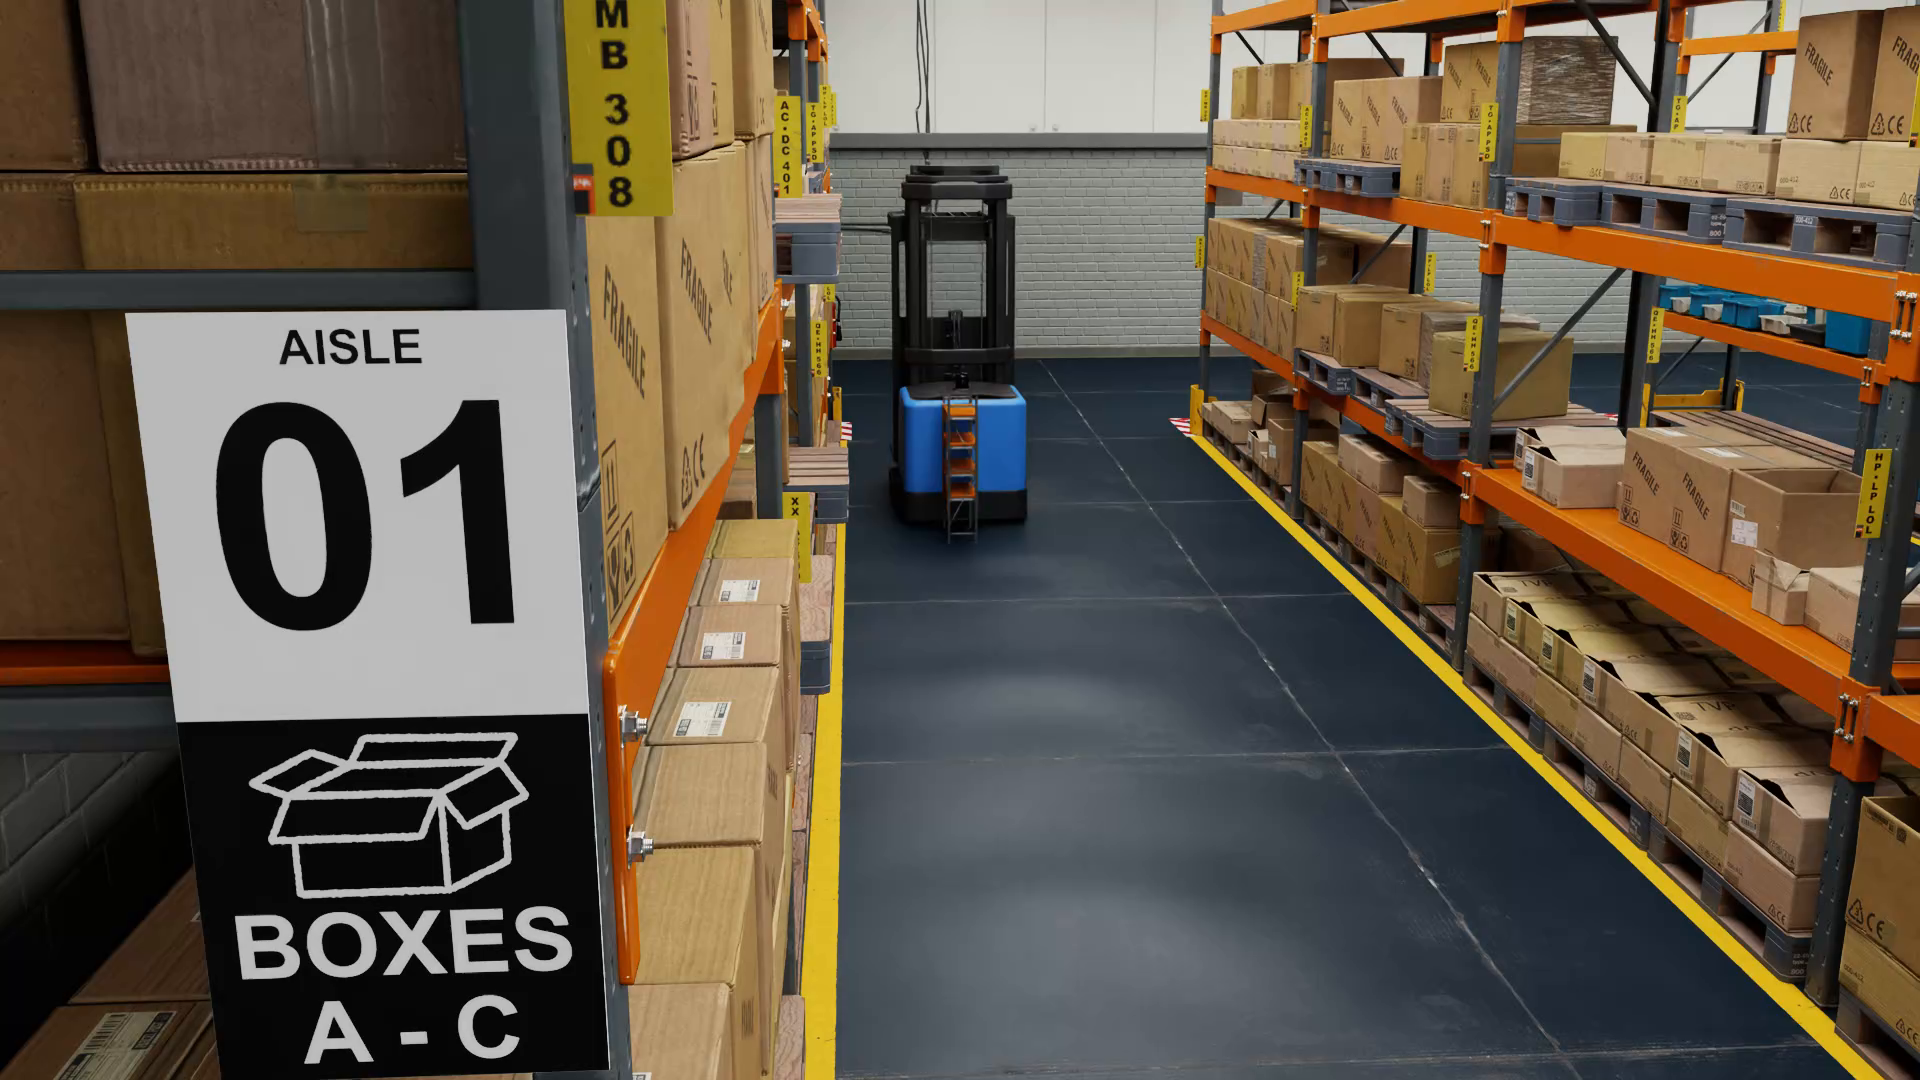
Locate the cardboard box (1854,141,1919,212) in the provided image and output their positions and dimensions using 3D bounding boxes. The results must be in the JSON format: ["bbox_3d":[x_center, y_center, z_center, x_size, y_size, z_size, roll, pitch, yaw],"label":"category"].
[{"bbox_3d":[3.803,-1.391,6.351,0.500,0.250,0.500,1,14,2],"label":"cardboard box"}]

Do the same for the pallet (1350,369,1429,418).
[{"bbox_3d":[3.458,-1.040,11.932,1.003,0.211,1.213,-1,14,-3],"label":"pallet"}]

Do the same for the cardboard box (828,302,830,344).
[{"bbox_3d":[-1.720,-2.209,15.491,0.980,0.700,0.700,-2,15,-6],"label":"cardboard box"}]

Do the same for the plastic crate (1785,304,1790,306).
[{"bbox_3d":[8.267,-2.343,17.022,0.396,0.136,0.243,-1,14,-3],"label":"plastic crate"}]

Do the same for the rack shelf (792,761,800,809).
[{"bbox_3d":[-0.989,1.269,4.018,1.077,0.370,4.000,-1,14,-3],"label":"rack shelf"}]

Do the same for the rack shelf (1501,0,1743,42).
[{"bbox_3d":[3.708,-2.515,7.488,1.077,0.370,4.000,-1,14,-3],"label":"rack shelf"}]

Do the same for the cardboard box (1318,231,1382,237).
[{"bbox_3d":[3.524,-2.554,15.226,0.500,0.500,0.500,-1,14,-5],"label":"cardboard box"}]

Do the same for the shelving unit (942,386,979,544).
[{"bbox_3d":[-0.001,-0.613,13.499,0.258,1.200,0.503,-1,14,-5],"label":"shelving unit"}]

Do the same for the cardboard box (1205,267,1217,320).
[{"bbox_3d":[2.852,-2.573,17.305,0.500,0.500,0.500,-1,14,-2],"label":"cardboard box"}]

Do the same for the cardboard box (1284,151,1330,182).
[{"bbox_3d":[3.040,-3.141,13.994,0.500,0.250,0.500,-1,14,-3],"label":"cardboard box"}]

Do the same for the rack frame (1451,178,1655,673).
[{"bbox_3d":[3.584,-0.649,10.029,1.000,3.000,0.127,-1,14,-3],"label":"rack frame"}]

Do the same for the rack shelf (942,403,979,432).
[{"bbox_3d":[-0.001,-0.993,13.402,0.258,0.148,0.480,-1,14,-5],"label":"rack shelf"}]

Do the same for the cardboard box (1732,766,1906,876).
[{"bbox_3d":[3.520,1.106,6.757,0.500,0.311,0.500,-1,14,-3],"label":"cardboard box"}]

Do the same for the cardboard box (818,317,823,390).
[{"bbox_3d":[-1.228,-1.282,11.650,0.500,0.500,0.500,0,14,-2],"label":"cardboard box"}]

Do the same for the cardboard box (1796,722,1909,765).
[{"bbox_3d":[4.029,0.971,7.282,0.500,0.311,0.500,-1,14,-4],"label":"cardboard box"}]

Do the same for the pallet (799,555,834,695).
[{"bbox_3d":[-1.015,0.324,6.633,1.003,0.211,1.213,-1,14,-3],"label":"pallet"}]

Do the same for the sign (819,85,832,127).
[{"bbox_3d":[-1.067,-3.433,13.159,0.100,0.325,0.005,-1,14,-3],"label":"sign"}]

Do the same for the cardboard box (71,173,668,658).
[{"bbox_3d":[-0.636,-0.180,1.945,0.500,0.500,0.500,-1,14,-2],"label":"cardboard box"}]

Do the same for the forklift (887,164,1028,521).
[{"bbox_3d":[-0.081,-1.895,15.008,1.130,2.935,3.031,-1,14,-5],"label":"forklift"}]

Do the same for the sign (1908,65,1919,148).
[{"bbox_3d":[3.290,-1.499,5.643,0.100,0.325,0.005,-1,14,-3],"label":"sign"}]

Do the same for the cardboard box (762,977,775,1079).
[{"bbox_3d":[-0.650,1.099,3.496,0.500,0.250,0.500,-1,14,-4],"label":"cardboard box"}]

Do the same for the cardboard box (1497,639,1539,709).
[{"bbox_3d":[3.355,0.739,9.310,0.500,0.250,0.500,-1,14,-5],"label":"cardboard box"}]

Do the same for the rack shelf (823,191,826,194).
[{"bbox_3d":[-1.484,-2.173,11.377,1.077,0.370,4.000,-1,14,-3],"label":"rack shelf"}]

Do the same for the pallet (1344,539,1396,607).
[{"bbox_3d":[3.503,0.213,12.277,1.003,0.211,1.213,-1,14,-3],"label":"pallet"}]

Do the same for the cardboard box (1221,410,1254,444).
[{"bbox_3d":[2.900,-1.132,16.540,0.500,0.250,0.500,-1,14,-3],"label":"cardboard box"}]

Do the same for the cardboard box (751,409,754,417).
[{"bbox_3d":[-1.222,-0.407,8.004,0.700,0.500,0.500,-1,14,-3],"label":"cardboard box"}]

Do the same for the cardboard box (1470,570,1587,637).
[{"bbox_3d":[3.323,0.342,9.726,0.500,0.311,0.500,0,14,-2],"label":"cardboard box"}]

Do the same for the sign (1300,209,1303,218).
[{"bbox_3d":[3.643,-3.356,17.592,0.100,0.325,0.005,-1,14,-3],"label":"sign"}]

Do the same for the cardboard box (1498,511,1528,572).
[{"bbox_3d":[3.803,0.101,11.248,0.500,0.500,0.500,-1,14,-5],"label":"cardboard box"}]

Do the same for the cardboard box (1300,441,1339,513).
[{"bbox_3d":[3.123,-0.522,13.670,0.500,0.500,0.500,-2,15,-6],"label":"cardboard box"}]

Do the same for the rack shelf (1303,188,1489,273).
[{"bbox_3d":[3.460,-2.251,11.678,1.077,0.370,4.000,-1,14,-3],"label":"rack shelf"}]

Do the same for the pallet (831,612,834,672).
[{"bbox_3d":[-1.334,0.582,10.842,1.003,0.211,1.213,-1,14,-3],"label":"pallet"}]

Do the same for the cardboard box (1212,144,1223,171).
[{"bbox_3d":[2.866,-3.887,16.895,0.500,0.250,0.500,-1,14,-3],"label":"cardboard box"}]

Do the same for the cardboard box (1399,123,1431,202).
[{"bbox_3d":[3.459,-2.514,11.058,0.910,0.500,0.500,-1,14,-3],"label":"cardboard box"}]

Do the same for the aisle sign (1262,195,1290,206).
[{"bbox_3d":[3.389,-3.919,17.522,0.394,0.787,0.004,-1,14,-3],"label":"aisle sign"}]

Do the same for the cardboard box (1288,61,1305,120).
[{"bbox_3d":[3.341,-4.000,14.827,0.700,0.500,0.500,-1,14,-3],"label":"cardboard box"}]

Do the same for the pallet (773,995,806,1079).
[{"bbox_3d":[-1.036,1.940,5.562,1.003,0.211,1.213,-1,14,-3],"label":"pallet"}]

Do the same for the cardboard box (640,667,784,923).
[{"bbox_3d":[-0.685,0.615,3.874,0.500,0.500,0.500,0,14,-2],"label":"cardboard box"}]

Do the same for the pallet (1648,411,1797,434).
[{"bbox_3d":[8.044,-1.158,17.603,1.003,0.211,1.213,-1,14,-3],"label":"pallet"}]

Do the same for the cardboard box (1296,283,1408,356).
[{"bbox_3d":[3.142,-1.774,13.359,0.700,0.500,0.500,-6,16,-22],"label":"cardboard box"}]

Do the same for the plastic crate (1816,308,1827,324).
[{"bbox_3d":[8.369,-2.074,15.683,0.437,0.282,0.530,-1,14,-3],"label":"plastic crate"}]

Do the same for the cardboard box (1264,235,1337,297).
[{"bbox_3d":[3.012,-2.426,14.727,0.500,0.500,0.500,-1,14,-5],"label":"cardboard box"}]

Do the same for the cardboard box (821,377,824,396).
[{"bbox_3d":[-1.219,-1.182,12.566,0.380,0.149,0.250,-1,14,-3],"label":"cardboard box"}]

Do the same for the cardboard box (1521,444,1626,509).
[{"bbox_3d":[3.446,-0.380,9.164,0.500,0.311,0.500,-1,14,-4],"label":"cardboard box"}]

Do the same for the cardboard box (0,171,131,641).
[{"bbox_3d":[-1.143,-0.193,1.995,0.500,0.500,0.500,0,14,1],"label":"cardboard box"}]

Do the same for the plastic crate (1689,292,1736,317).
[{"bbox_3d":[7.760,-2.432,17.174,0.416,0.233,0.300,-1,14,-3],"label":"plastic crate"}]

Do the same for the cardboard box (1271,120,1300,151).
[{"bbox_3d":[3.007,-3.507,14.415,0.500,0.250,0.500,-1,14,-3],"label":"cardboard box"}]

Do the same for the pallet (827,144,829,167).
[{"bbox_3d":[-1.800,-3.787,16.382,1.003,0.211,1.213,-1,14,-3],"label":"pallet"}]

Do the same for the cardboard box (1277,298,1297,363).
[{"bbox_3d":[3.049,-1.813,14.351,0.500,0.500,0.500,-1,14,-3],"label":"cardboard box"}]

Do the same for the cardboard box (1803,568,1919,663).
[{"bbox_3d":[3.757,0.297,6.655,0.500,0.250,0.500,0,14,0],"label":"cardboard box"}]

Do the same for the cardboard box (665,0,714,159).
[{"bbox_3d":[-0.627,-0.802,2.357,0.500,0.500,0.500,-1,14,-4],"label":"cardboard box"}]

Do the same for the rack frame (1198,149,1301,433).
[{"bbox_3d":[3.088,-2.639,17.762,1.000,3.000,0.127,-1,14,-3],"label":"rack frame"}]

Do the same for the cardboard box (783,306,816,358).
[{"bbox_3d":[-1.133,-1.261,10.065,0.500,0.250,0.500,-1,14,-2],"label":"cardboard box"}]

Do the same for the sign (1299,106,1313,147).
[{"bbox_3d":[2.795,-3.337,13.417,0.100,0.325,0.005,-1,14,-3],"label":"sign"}]

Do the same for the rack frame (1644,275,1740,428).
[{"bbox_3d":[8.032,-2.714,18.055,1.000,3.000,0.127,-1,14,-3],"label":"rack frame"}]

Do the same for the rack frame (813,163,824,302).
[{"bbox_3d":[-1.608,-1.566,13.595,1.000,3.000,0.127,-1,14,-3],"label":"rack frame"}]
